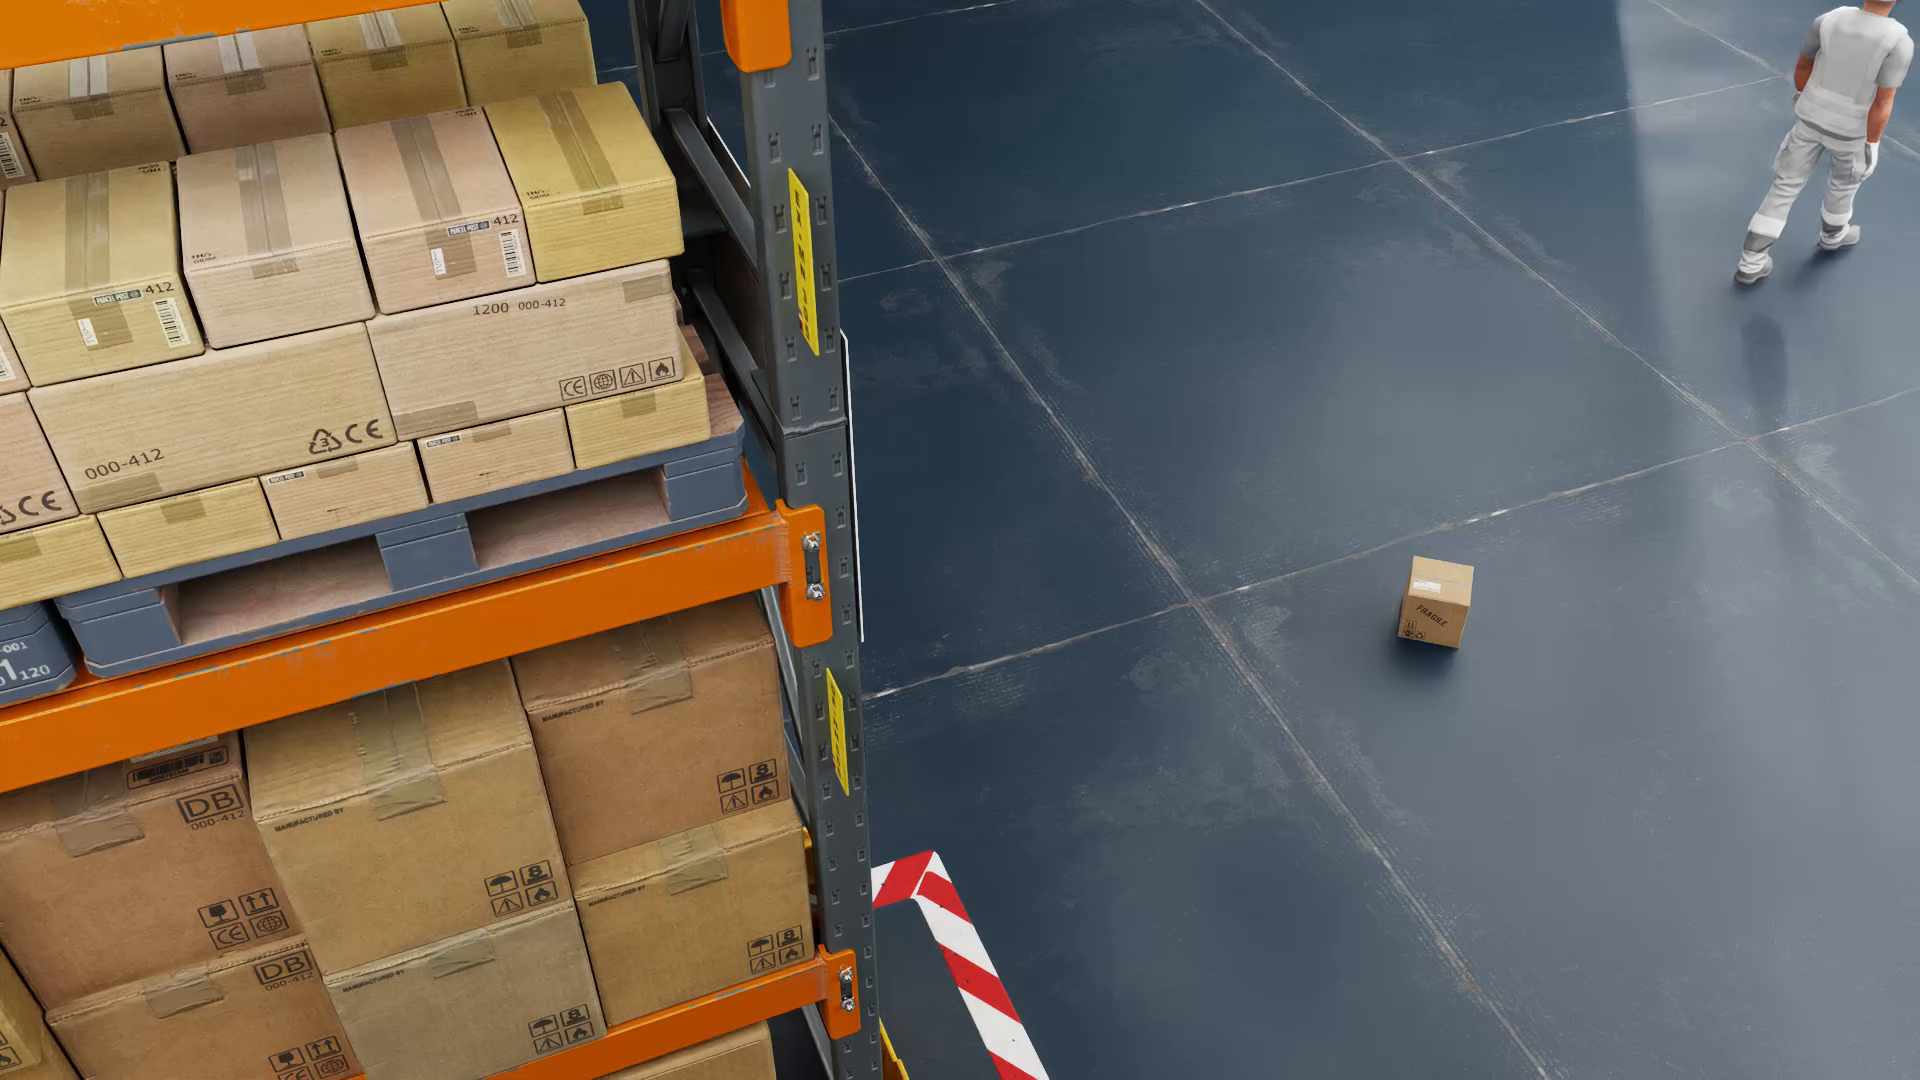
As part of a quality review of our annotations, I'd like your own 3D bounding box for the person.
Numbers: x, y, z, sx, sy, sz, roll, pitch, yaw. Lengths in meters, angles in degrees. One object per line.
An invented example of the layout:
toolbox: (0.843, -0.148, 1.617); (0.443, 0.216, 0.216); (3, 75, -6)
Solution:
person: (4.598, -2.222, 8.639); (0.591, 1.736, 0.960); (33, 51, 32)
